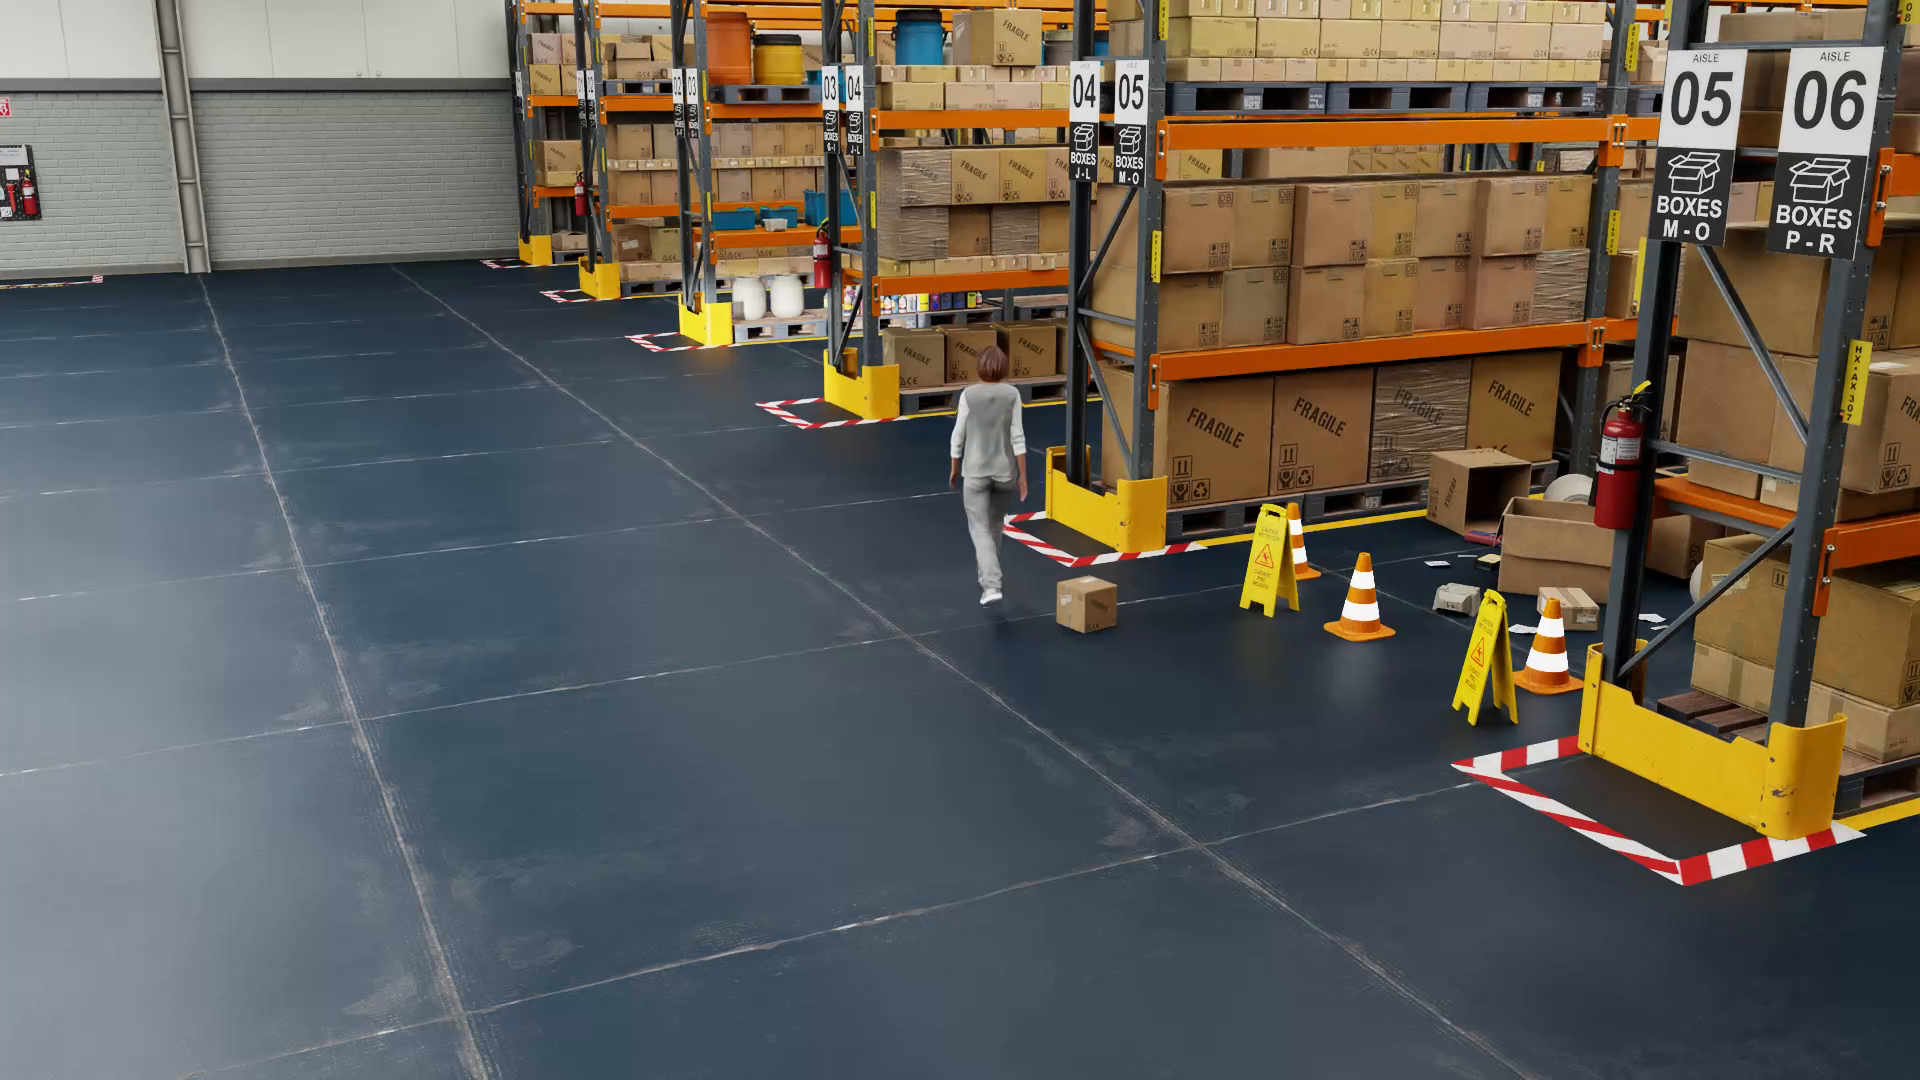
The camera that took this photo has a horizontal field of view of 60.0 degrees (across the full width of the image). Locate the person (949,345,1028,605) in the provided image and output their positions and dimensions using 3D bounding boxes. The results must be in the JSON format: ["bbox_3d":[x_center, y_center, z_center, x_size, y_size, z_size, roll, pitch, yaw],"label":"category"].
[{"bbox_3d":[0.171,-0.392,9.955,0.435,1.552,0.942,-3,16,-10],"label":"person"}]
